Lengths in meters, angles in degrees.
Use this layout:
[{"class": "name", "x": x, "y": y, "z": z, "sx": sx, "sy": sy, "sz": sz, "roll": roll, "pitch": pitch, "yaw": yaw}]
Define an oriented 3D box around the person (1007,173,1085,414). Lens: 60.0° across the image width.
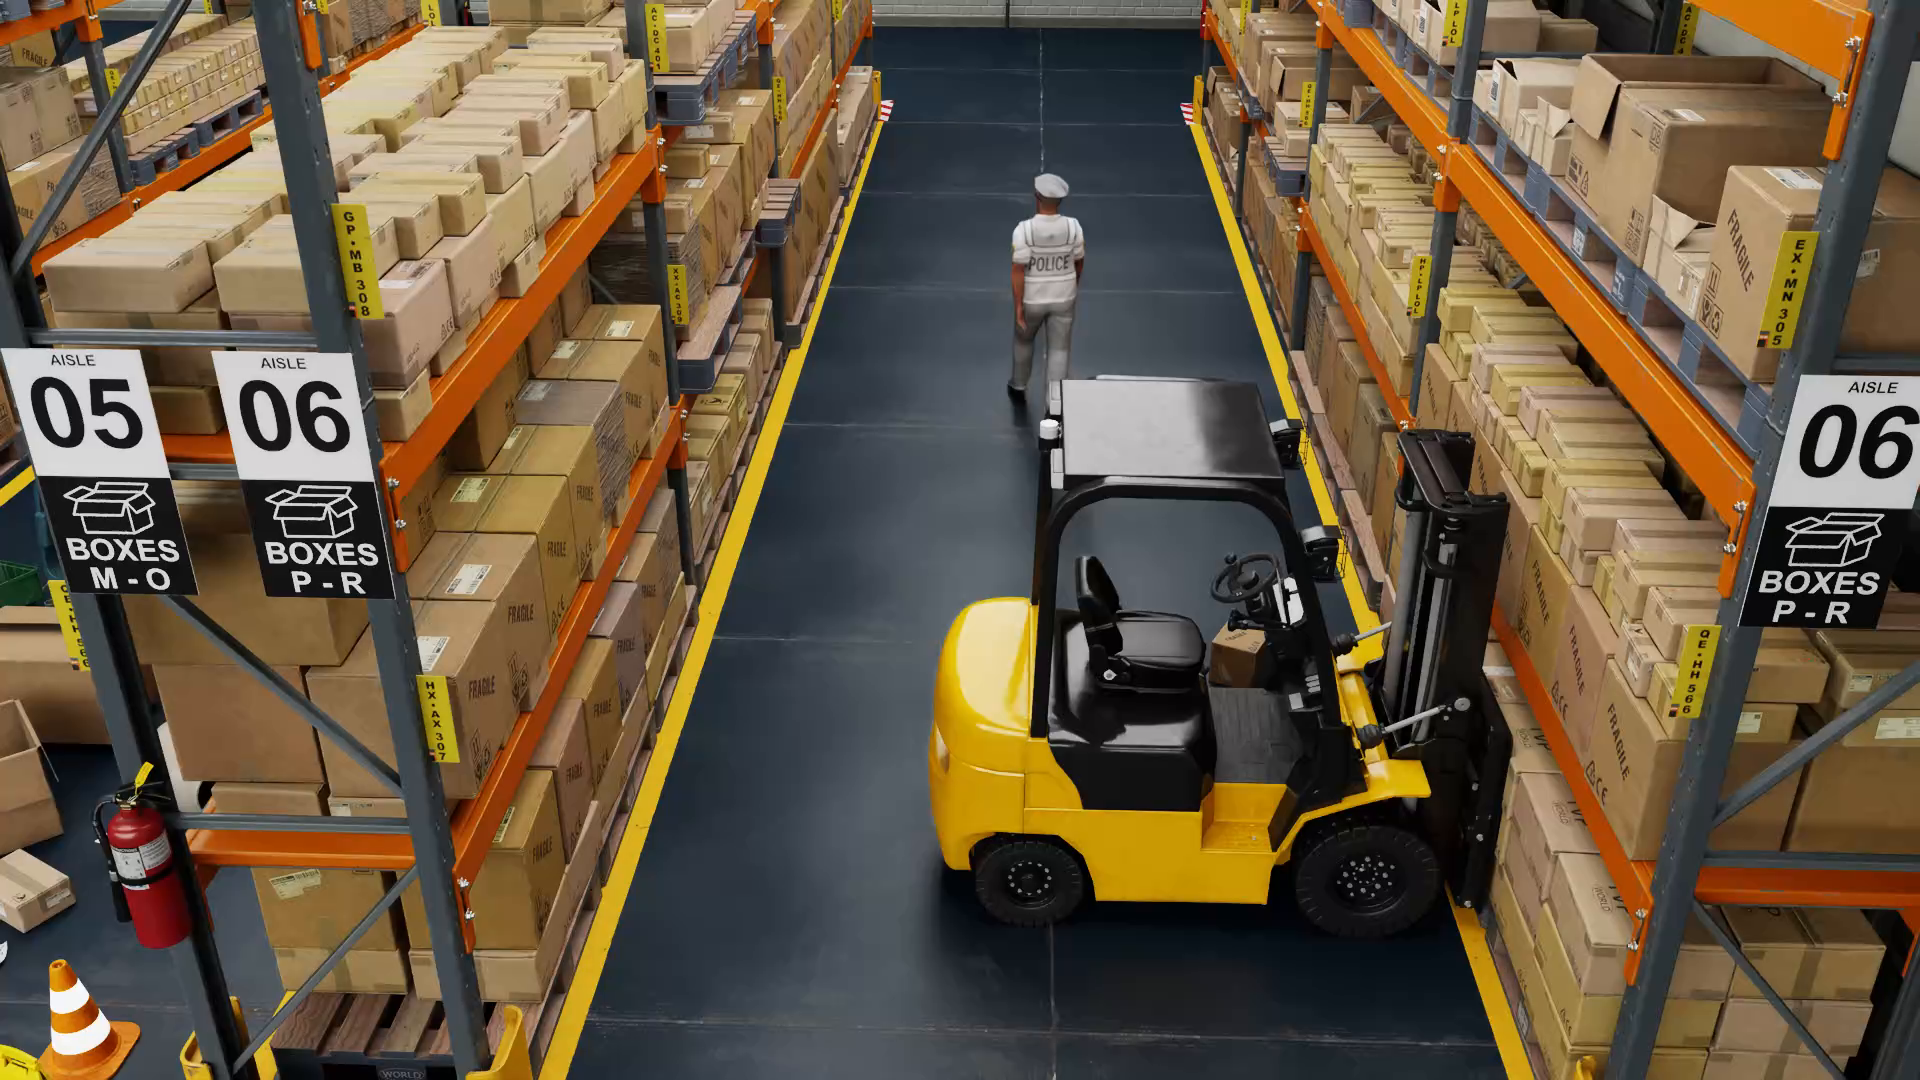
[{"class": "person", "x": 0.613, "y": -1.800, "z": 11.974, "sx": 0.534, "sy": 1.741, "sz": 0.913, "roll": -1, "pitch": 28, "yaw": -3}]
